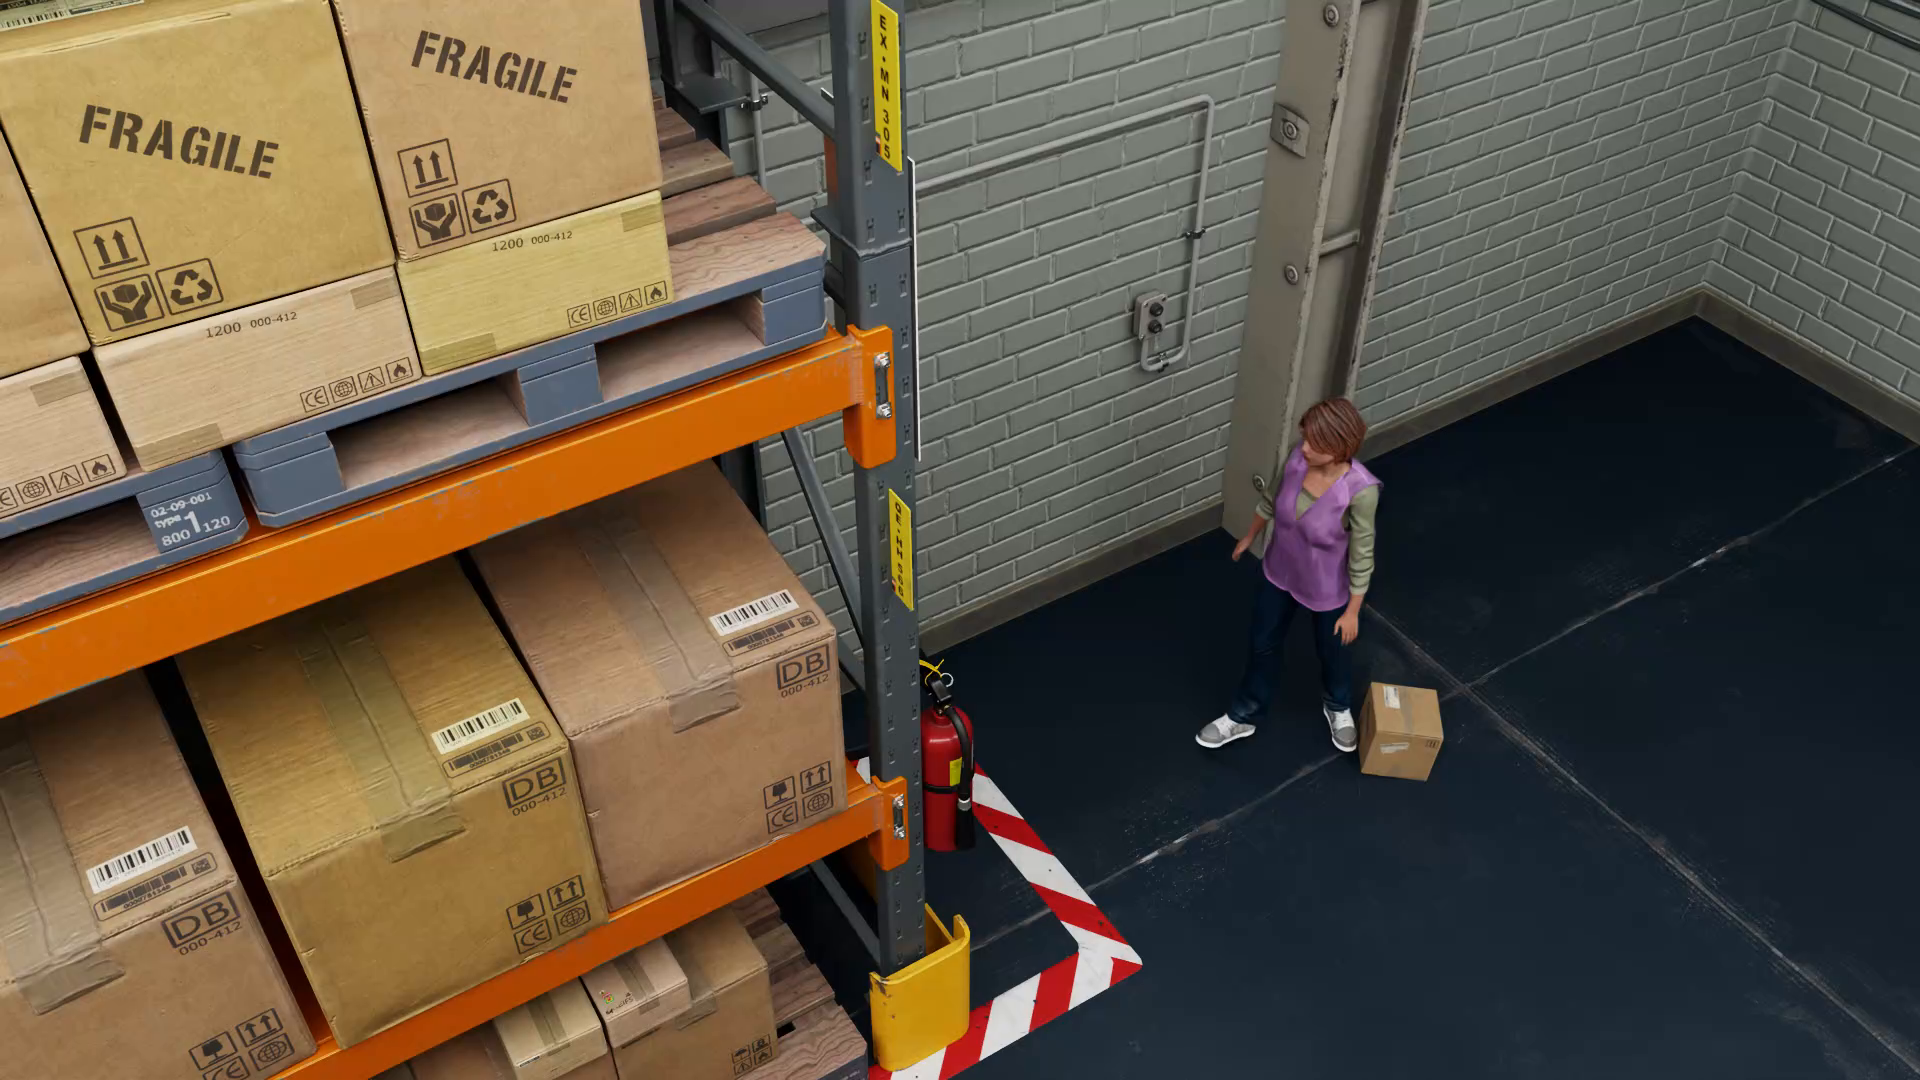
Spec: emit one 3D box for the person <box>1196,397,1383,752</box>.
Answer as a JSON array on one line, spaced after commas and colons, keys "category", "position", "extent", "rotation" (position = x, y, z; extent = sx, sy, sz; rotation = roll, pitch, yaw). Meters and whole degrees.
[{"category": "person", "position": [1.220, 0.144, 5.980], "extent": [0.581, 1.582, 0.607], "rotation": [-33, 51, -32]}]
